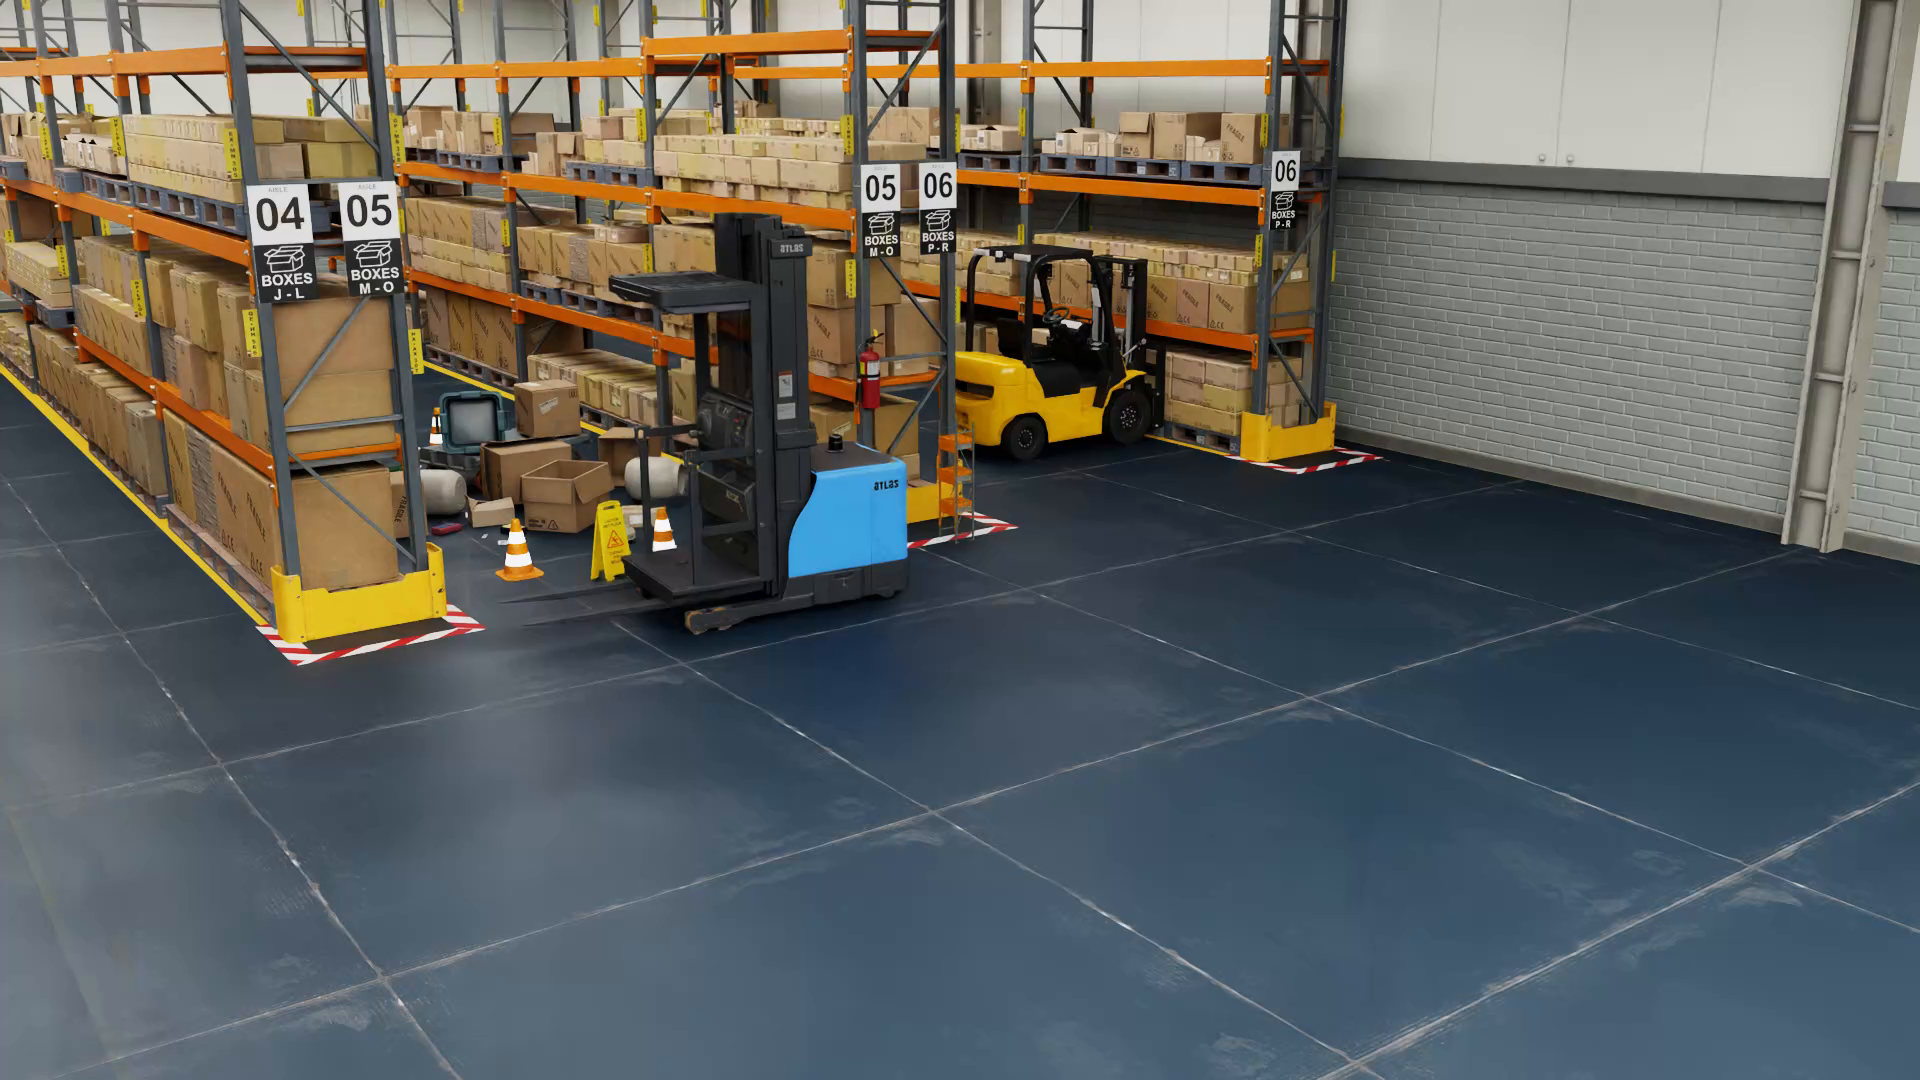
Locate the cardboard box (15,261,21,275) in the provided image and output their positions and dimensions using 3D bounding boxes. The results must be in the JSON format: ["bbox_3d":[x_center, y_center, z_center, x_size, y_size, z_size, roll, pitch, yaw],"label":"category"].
[{"bbox_3d":[-11.161,-3.299,20.063,0.380,0.149,0.250,-12,19,-37],"label":"cardboard box"}]

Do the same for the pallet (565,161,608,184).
[{"bbox_3d":[-3.721,-4.202,18.921,1.213,0.211,1.003,-11,19,-35],"label":"pallet"}]

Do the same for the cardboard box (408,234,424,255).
[{"bbox_3d":[-7.505,-4.216,23.635,0.500,0.250,0.500,-12,19,-36],"label":"cardboard box"}]

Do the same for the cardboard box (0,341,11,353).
[{"bbox_3d":[-13.349,-2.748,23.540,0.380,0.149,0.250,-11,19,-34],"label":"cardboard box"}]

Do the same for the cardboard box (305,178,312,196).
[{"bbox_3d":[-4.664,-2.640,12.348,0.380,0.149,0.250,-11,19,-34],"label":"cardboard box"}]

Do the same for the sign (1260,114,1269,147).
[{"bbox_3d":[3.086,-4.148,16.840,0.100,0.325,0.005,-11,19,-35],"label":"sign"}]

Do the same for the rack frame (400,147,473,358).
[{"bbox_3d":[-7.535,-4.185,24.184,1.000,3.000,0.127,-11,19,-35],"label":"rack frame"}]

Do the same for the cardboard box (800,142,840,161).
[{"bbox_3d":[-1.203,-3.472,14.862,0.380,0.149,0.250,-11,19,-35],"label":"cardboard box"}]

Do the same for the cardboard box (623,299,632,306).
[{"bbox_3d":[-3.498,-2.684,18.381,0.380,0.149,0.250,-12,19,-36],"label":"cardboard box"}]

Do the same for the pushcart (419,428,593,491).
[{"bbox_3d":[-4.646,-0.847,16.957,0.936,0.377,1.648,10,18,33],"label":"pushcart"}]

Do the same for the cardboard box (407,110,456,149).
[{"bbox_3d":[-7.252,-5.649,22.867,0.500,0.500,0.500,-11,19,-36],"label":"cardboard box"}]

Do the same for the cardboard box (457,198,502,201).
[{"bbox_3d":[-6.759,-4.550,23.433,0.500,0.500,0.500,-10,18,-33],"label":"cardboard box"}]

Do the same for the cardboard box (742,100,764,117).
[{"bbox_3d":[-3.287,-6.821,26.276,0.396,0.266,0.258,-11,19,-35],"label":"cardboard box"}]

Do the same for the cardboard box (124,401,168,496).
[{"bbox_3d":[-7.214,-0.923,15.731,1.050,0.750,0.750,-11,19,-35],"label":"cardboard box"}]

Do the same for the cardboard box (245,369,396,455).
[{"bbox_3d":[-4.679,-0.977,12.180,0.875,0.550,0.550,-11,19,-35],"label":"cardboard box"}]

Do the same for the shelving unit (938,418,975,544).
[{"bbox_3d":[-0.031,-0.518,14.479,0.215,1.050,0.252,-11,19,-35],"label":"shelving unit"}]

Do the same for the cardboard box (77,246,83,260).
[{"bbox_3d":[-10.481,-3.486,20.184,0.380,0.149,0.250,-12,19,-36],"label":"cardboard box"}]

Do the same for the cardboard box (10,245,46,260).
[{"bbox_3d":[-11.303,-3.494,20.213,0.380,0.149,0.250,-11,19,-34],"label":"cardboard box"}]

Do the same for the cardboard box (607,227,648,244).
[{"bbox_3d":[-3.701,-3.392,18.511,0.380,0.149,0.250,-12,19,-36],"label":"cardboard box"}]

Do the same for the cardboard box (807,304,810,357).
[{"bbox_3d":[-1.312,-1.995,15.430,0.500,0.500,0.500,-11,19,-34],"label":"cardboard box"}]

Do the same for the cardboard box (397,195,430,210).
[{"bbox_3d":[-8.036,-4.773,24.250,0.500,0.500,0.500,-11,19,-35],"label":"cardboard box"}]

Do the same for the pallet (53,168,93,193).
[{"bbox_3d":[-8.706,-3.767,17.334,1.213,0.211,1.003,-10,18,-32],"label":"pallet"}]

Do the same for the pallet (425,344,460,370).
[{"bbox_3d":[-7.021,-2.687,23.993,1.003,0.211,1.213,-11,19,-35],"label":"pallet"}]

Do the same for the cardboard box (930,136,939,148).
[{"bbox_3d":[-0.164,-5.177,21.616,0.380,0.149,0.250,-11,19,-35],"label":"cardboard box"}]

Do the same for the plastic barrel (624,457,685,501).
[{"bbox_3d":[-2.919,-0.586,15.915,0.512,0.421,0.421,1,15,4],"label":"plastic barrel"}]

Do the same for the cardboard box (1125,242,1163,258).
[{"bbox_3d":[2.111,-3.325,19.061,0.380,0.149,0.250,-11,19,-34],"label":"cardboard box"}]

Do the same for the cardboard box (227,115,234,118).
[{"bbox_3d":[-5.861,-3.458,13.826,0.380,0.149,0.250,-10,18,-34],"label":"cardboard box"}]

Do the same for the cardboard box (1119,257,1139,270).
[{"bbox_3d":[2.049,-3.167,19.046,0.380,0.149,0.250,-11,19,-36],"label":"cardboard box"}]

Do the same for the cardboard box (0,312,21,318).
[{"bbox_3d":[-13.798,-3.199,24.060,0.380,0.149,0.250,-12,19,-37],"label":"cardboard box"}]

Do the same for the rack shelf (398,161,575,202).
[{"bbox_3d":[-6.359,-4.858,22.323,1.077,0.370,4.000,-11,19,-35],"label":"rack shelf"}]

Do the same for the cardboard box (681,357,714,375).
[{"bbox_3d":[-2.678,-1.824,17.320,0.380,0.149,0.250,-11,19,-34],"label":"cardboard box"}]

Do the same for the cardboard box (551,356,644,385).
[{"bbox_3d":[-4.419,-1.987,20.337,0.950,0.372,0.625,-11,19,-36],"label":"cardboard box"}]

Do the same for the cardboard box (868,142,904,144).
[{"bbox_3d":[-0.684,-3.492,14.934,0.380,0.149,0.250,-11,19,-35],"label":"cardboard box"}]

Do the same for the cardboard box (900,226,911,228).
[{"bbox_3d":[-0.891,-4.242,22.973,0.380,0.149,0.250,-10,18,-33],"label":"cardboard box"}]

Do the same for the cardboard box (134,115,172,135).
[{"bbox_3d":[-6.537,-3.409,13.647,0.380,0.149,0.250,-11,19,-35],"label":"cardboard box"}]

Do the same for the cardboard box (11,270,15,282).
[{"bbox_3d":[-11.452,-3.262,20.494,0.380,0.149,0.250,-11,18,-34],"label":"cardboard box"}]

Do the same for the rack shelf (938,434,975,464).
[{"bbox_3d":[-0.031,-0.781,14.407,0.215,0.259,0.240,-11,19,-35],"label":"rack shelf"}]

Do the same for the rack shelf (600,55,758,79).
[{"bbox_3d":[-4.698,-7.928,27.866,1.077,0.370,4.000,-11,19,-35],"label":"rack shelf"}]

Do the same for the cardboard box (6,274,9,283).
[{"bbox_3d":[-12.501,-3.515,22.213,0.380,0.149,0.250,-12,19,-37],"label":"cardboard box"}]

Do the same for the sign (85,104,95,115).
[{"bbox_3d":[-11.033,-5.368,21.099,0.100,0.325,0.005,-11,19,-35],"label":"sign"}]

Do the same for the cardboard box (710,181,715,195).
[{"bbox_3d":[-2.240,-3.479,16.398,0.380,0.149,0.250,-12,19,-36],"label":"cardboard box"}]

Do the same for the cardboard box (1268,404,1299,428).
[{"bbox_3d":[3.403,-1.405,18.441,0.500,0.250,0.500,-11,19,-34],"label":"cardboard box"}]

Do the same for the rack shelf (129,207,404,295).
[{"bbox_3d":[-5.600,-2.359,13.195,1.077,0.370,4.000,-11,19,-35],"label":"rack shelf"}]

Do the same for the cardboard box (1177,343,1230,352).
[{"bbox_3d":[2.822,-2.099,19.081,0.500,0.250,0.500,-11,19,-35],"label":"cardboard box"}]

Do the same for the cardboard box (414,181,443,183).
[{"bbox_3d":[-7.956,-5.299,24.942,0.380,0.149,0.250,-11,19,-35],"label":"cardboard box"}]

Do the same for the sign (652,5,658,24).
[{"bbox_3d":[-5.413,-9.312,29.485,0.100,0.325,0.005,-11,19,-35],"label":"sign"}]

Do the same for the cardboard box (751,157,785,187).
[{"bbox_3d":[-1.602,-3.425,15.448,0.500,0.250,0.500,-10,18,-33],"label":"cardboard box"}]

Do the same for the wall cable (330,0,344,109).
[{"bbox_3d":[-12.850,-9.220,31.215,2.355,3.000,0.029,-11,19,-35],"label":"wall cable"}]

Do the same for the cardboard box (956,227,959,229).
[{"bbox_3d":[-0.177,-4.212,22.866,0.380,0.149,0.250,-11,19,-35],"label":"cardboard box"}]

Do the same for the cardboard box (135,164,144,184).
[{"bbox_3d":[-6.683,-3.078,13.947,0.380,0.149,0.250,-11,19,-34],"label":"cardboard box"}]

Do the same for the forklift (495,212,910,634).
[{"bbox_3d":[-1.922,-0.888,12.268,3.031,2.935,1.130,-9,18,-30],"label":"forklift"}]

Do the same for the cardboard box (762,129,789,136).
[{"bbox_3d":[-2.744,-6.083,24.927,0.380,0.149,0.250,-10,18,-33],"label":"cardboard box"}]

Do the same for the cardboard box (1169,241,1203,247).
[{"bbox_3d":[2.622,-3.338,19.108,0.380,0.149,0.250,-11,19,-34],"label":"cardboard box"}]

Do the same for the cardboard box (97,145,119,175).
[{"bbox_3d":[-7.680,-3.541,15.450,0.500,0.250,0.500,-11,19,-35],"label":"cardboard box"}]

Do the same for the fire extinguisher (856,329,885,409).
[{"bbox_3d":[-0.785,-1.489,14.481,0.296,0.674,0.183,-11,19,-35],"label":"fire extinguisher"}]
